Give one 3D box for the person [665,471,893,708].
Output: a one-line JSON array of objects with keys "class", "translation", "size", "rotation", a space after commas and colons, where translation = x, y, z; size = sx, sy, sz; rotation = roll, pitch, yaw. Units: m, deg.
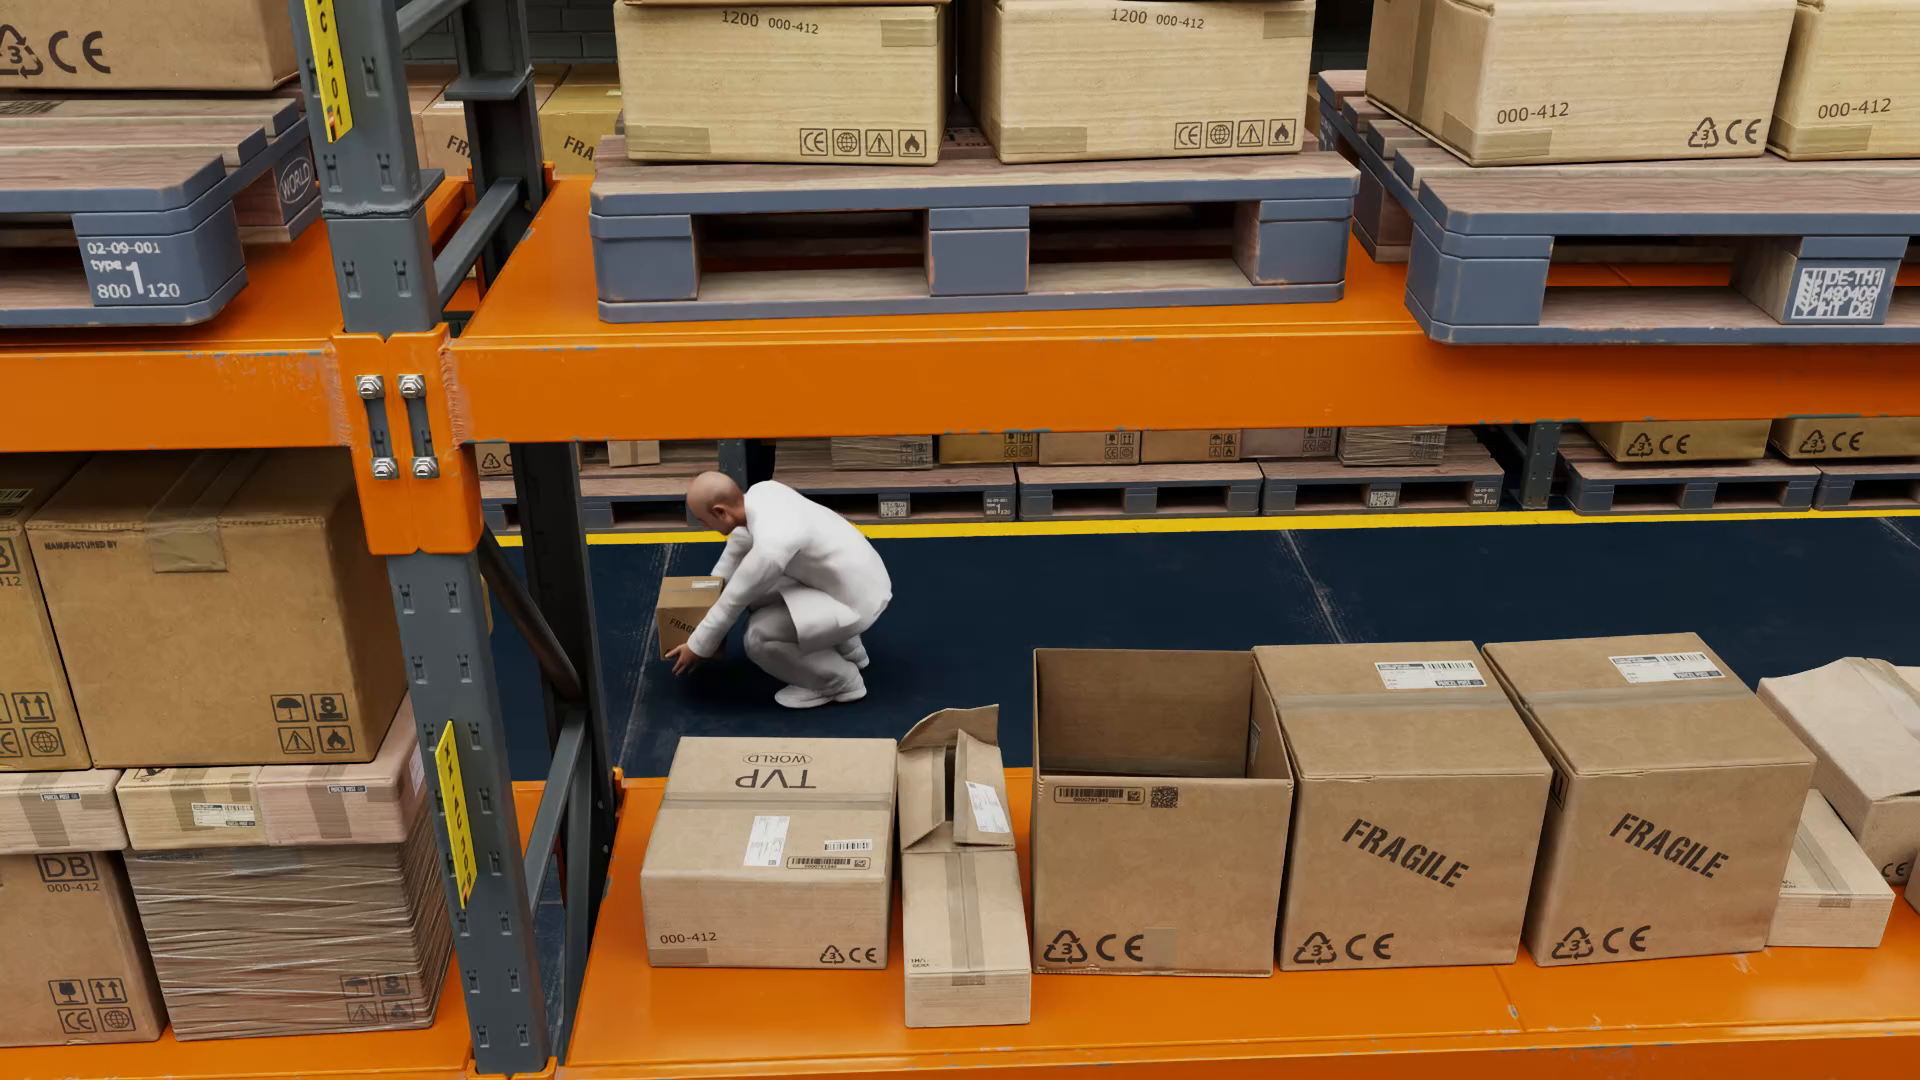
[{"class": "person", "translation": [-0.733, 0.153, 6.692], "size": [0.918, 1.004, 0.576], "rotation": [-2, 27, -3]}]
